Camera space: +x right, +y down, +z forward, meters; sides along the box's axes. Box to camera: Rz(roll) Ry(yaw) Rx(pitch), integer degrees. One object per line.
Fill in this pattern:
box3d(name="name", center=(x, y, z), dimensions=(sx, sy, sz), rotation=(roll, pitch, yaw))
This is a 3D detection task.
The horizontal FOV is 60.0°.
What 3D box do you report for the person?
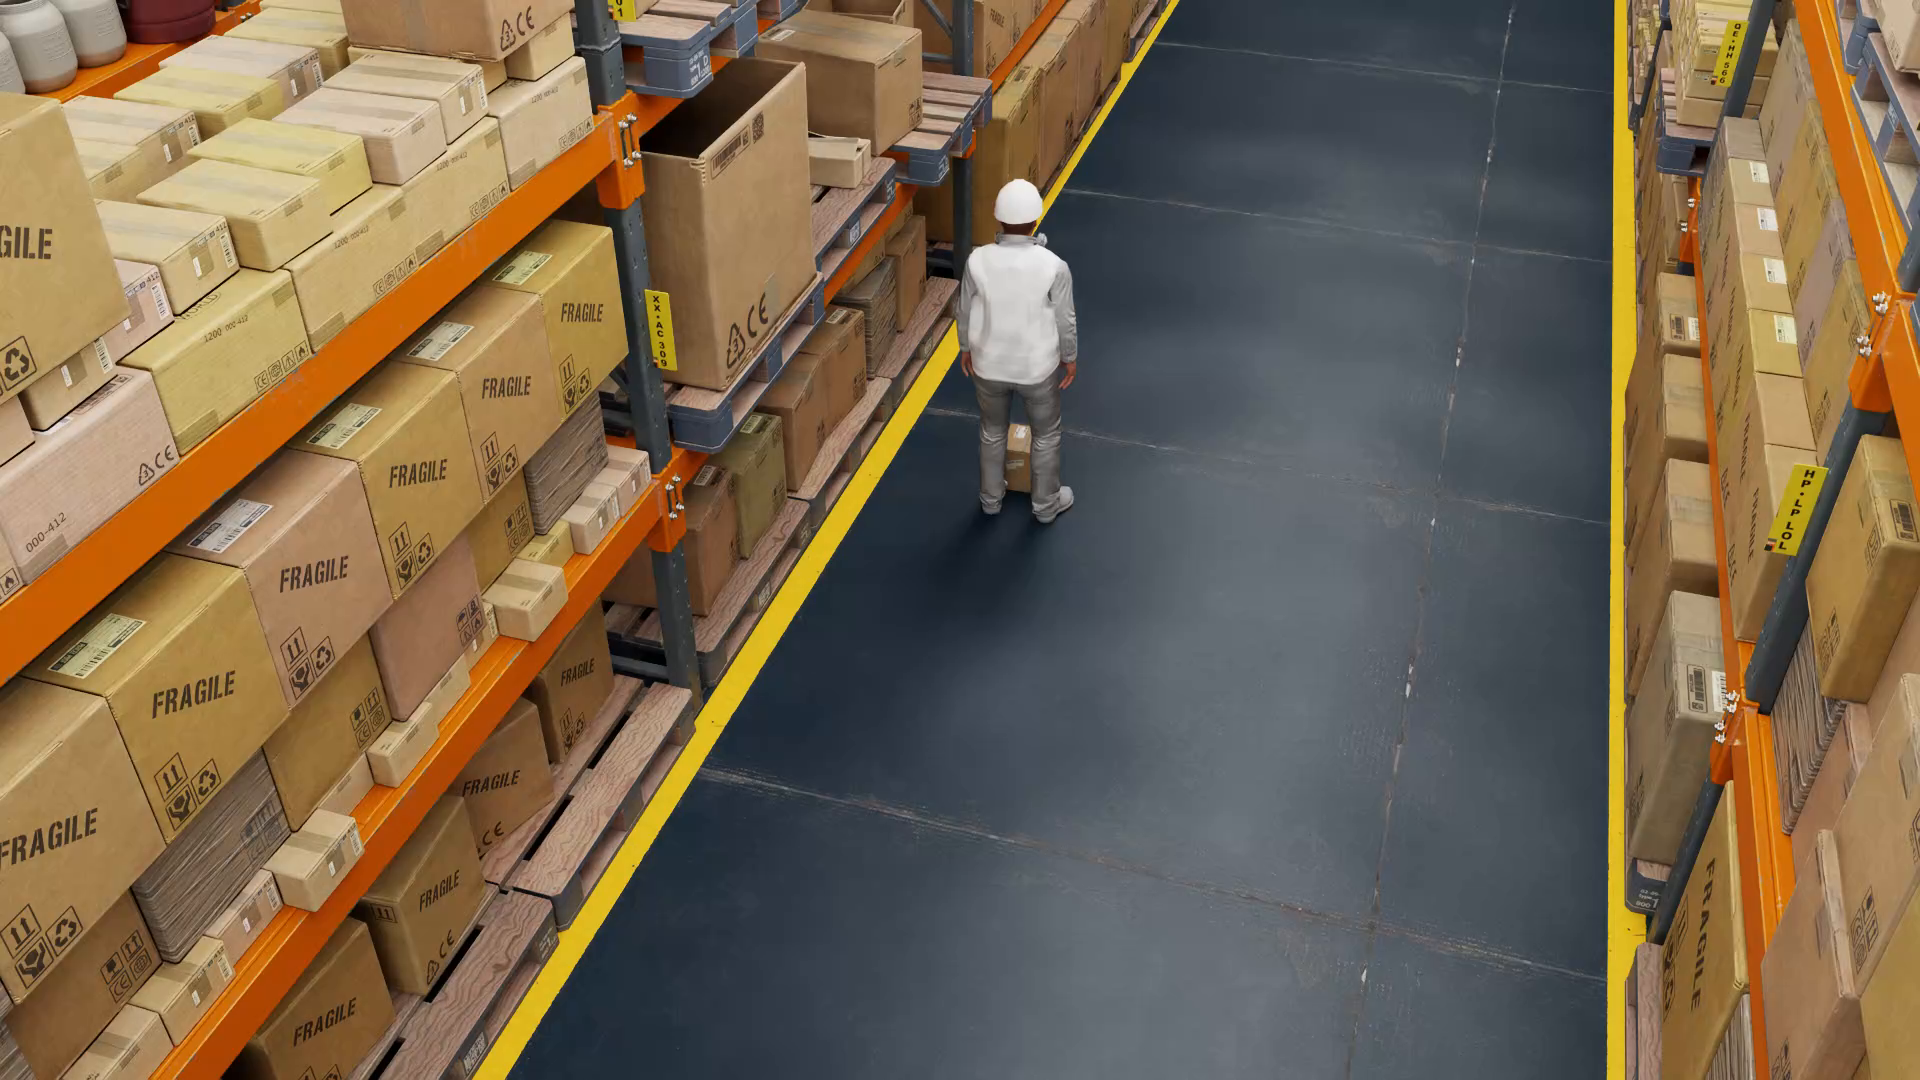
box3d(name="person", center=(0.276, -0.885, 8.051), dimensions=(0.593, 1.773, 0.457), rotation=(9, 38, 12))
